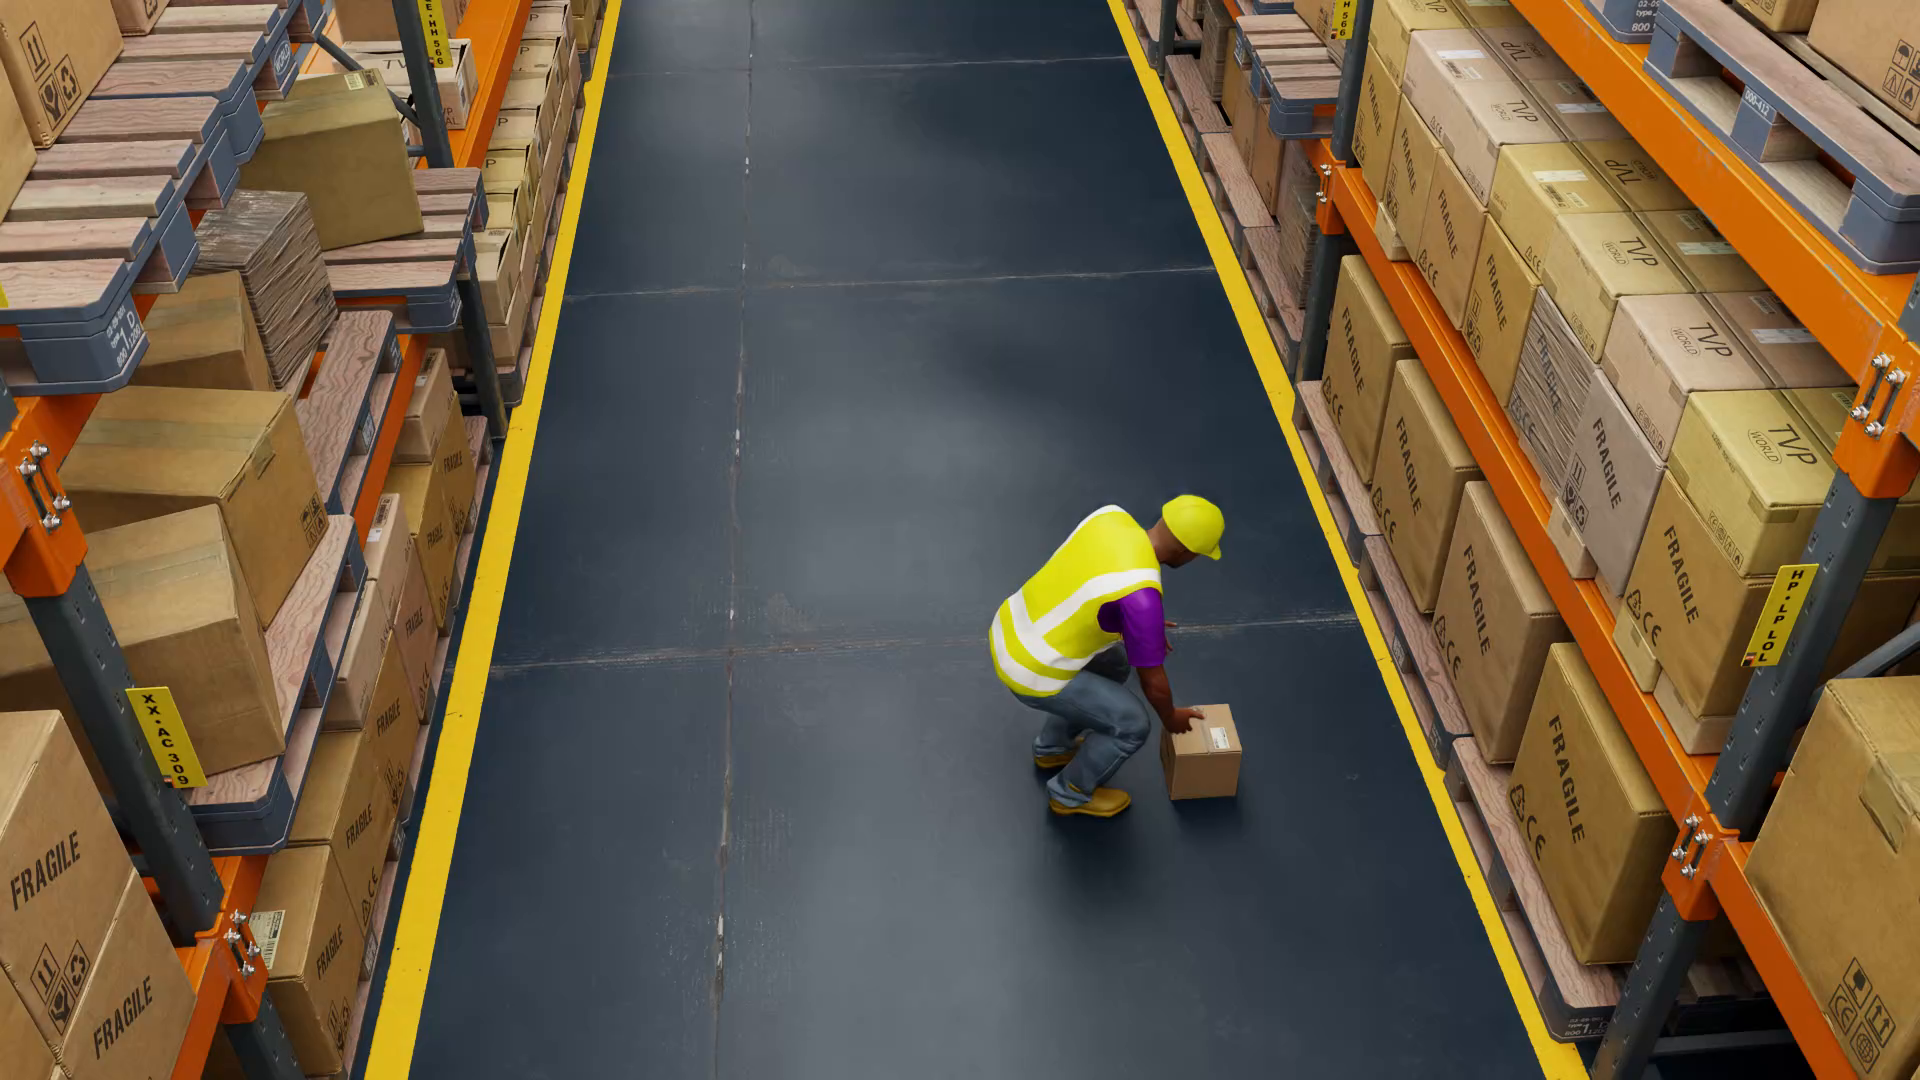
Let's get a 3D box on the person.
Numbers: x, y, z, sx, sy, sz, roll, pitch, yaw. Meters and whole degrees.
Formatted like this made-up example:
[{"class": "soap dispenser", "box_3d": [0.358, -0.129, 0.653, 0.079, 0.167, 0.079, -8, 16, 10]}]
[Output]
[{"class": "person", "box_3d": [0.507, 0.390, 6.014, 0.805, 1.313, 0.629, -3, 39, -4]}]
